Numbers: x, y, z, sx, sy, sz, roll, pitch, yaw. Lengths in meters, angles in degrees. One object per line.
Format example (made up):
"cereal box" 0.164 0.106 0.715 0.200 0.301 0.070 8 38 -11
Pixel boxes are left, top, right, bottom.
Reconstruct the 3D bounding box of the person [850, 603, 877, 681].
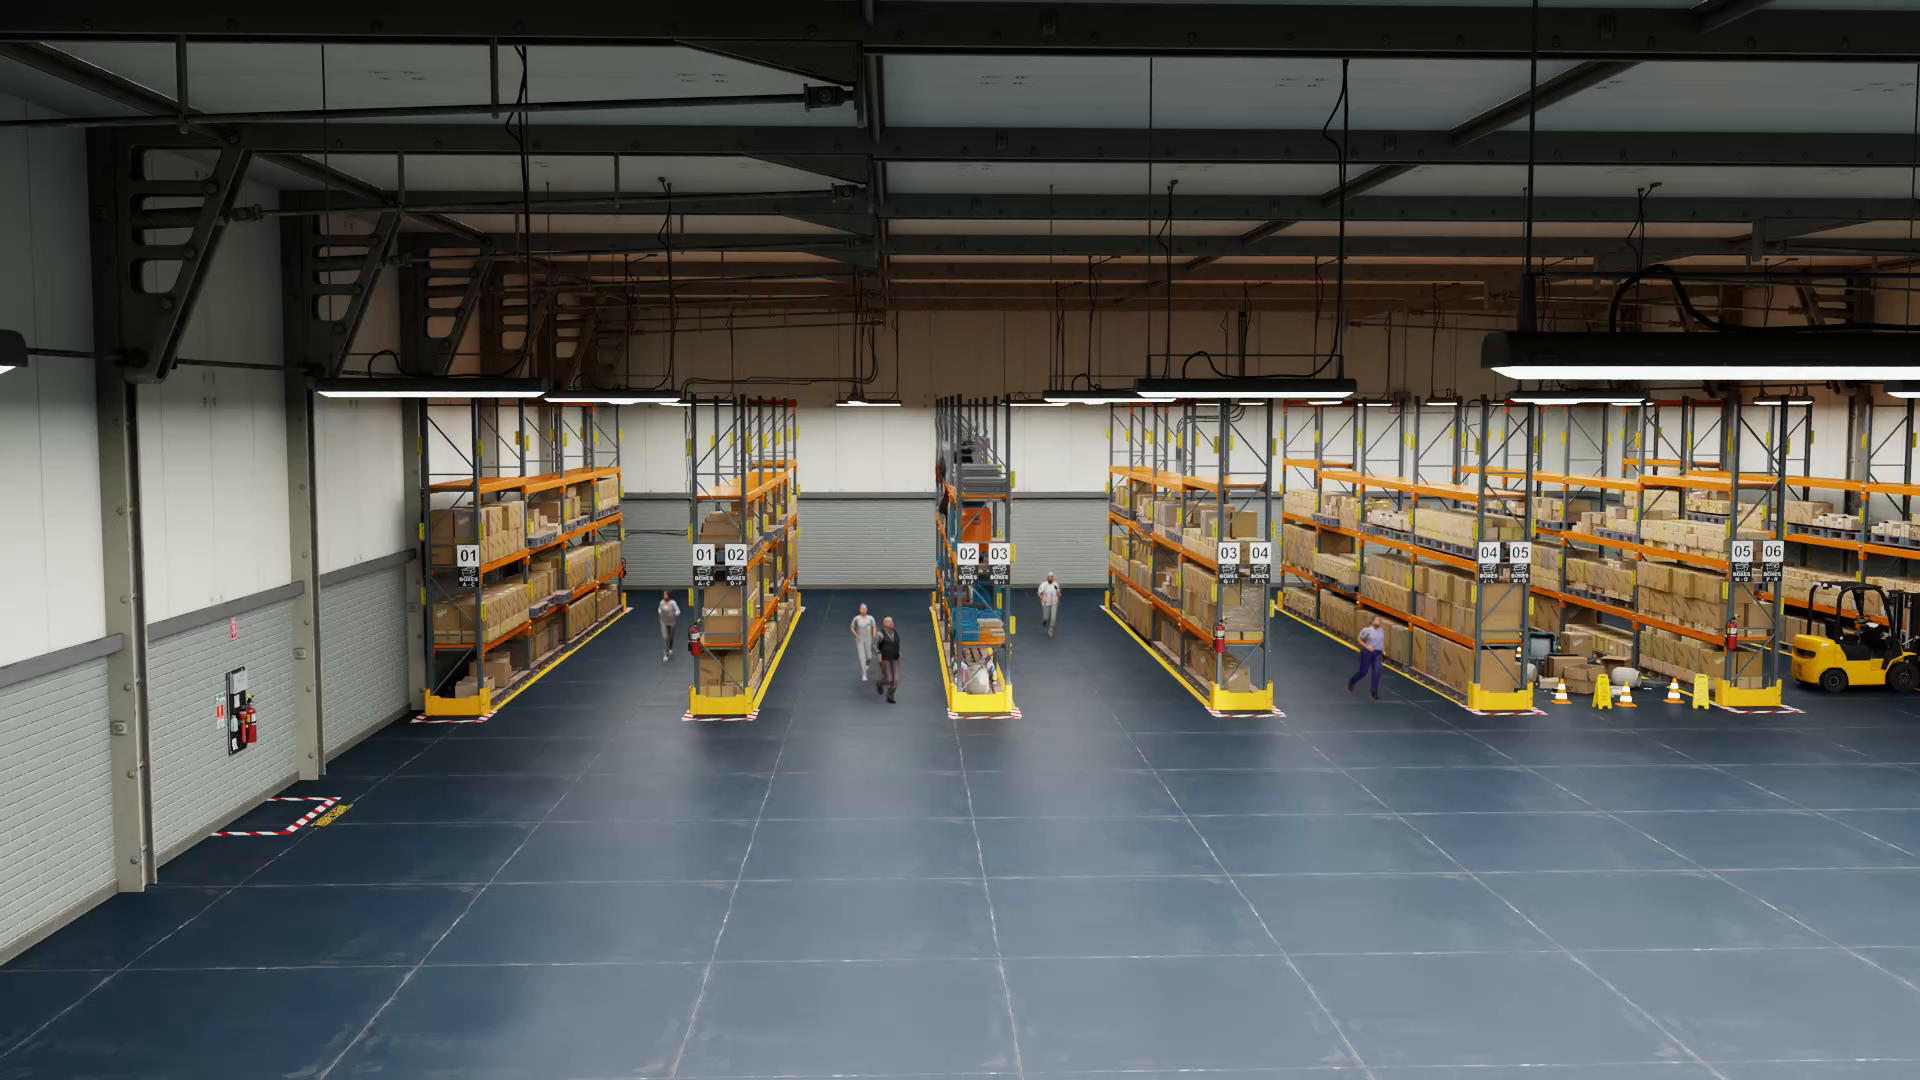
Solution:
"person" -2.040 2.146 35.247 0.565 1.630 0.572 -1 5 -9

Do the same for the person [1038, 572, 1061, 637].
"person" 2.259 1.619 41.891 0.595 1.622 0.561 -1 5 -9

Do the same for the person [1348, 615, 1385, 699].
"person" 8.221 2.303 33.143 0.691 1.616 0.920 -1 5 -16

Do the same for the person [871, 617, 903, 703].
"person" -1.402 2.337 32.479 0.659 1.677 0.589 -2 5 -28

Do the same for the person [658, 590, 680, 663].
"person" -6.633 1.942 37.907 0.525 1.611 0.820 0 4 0
